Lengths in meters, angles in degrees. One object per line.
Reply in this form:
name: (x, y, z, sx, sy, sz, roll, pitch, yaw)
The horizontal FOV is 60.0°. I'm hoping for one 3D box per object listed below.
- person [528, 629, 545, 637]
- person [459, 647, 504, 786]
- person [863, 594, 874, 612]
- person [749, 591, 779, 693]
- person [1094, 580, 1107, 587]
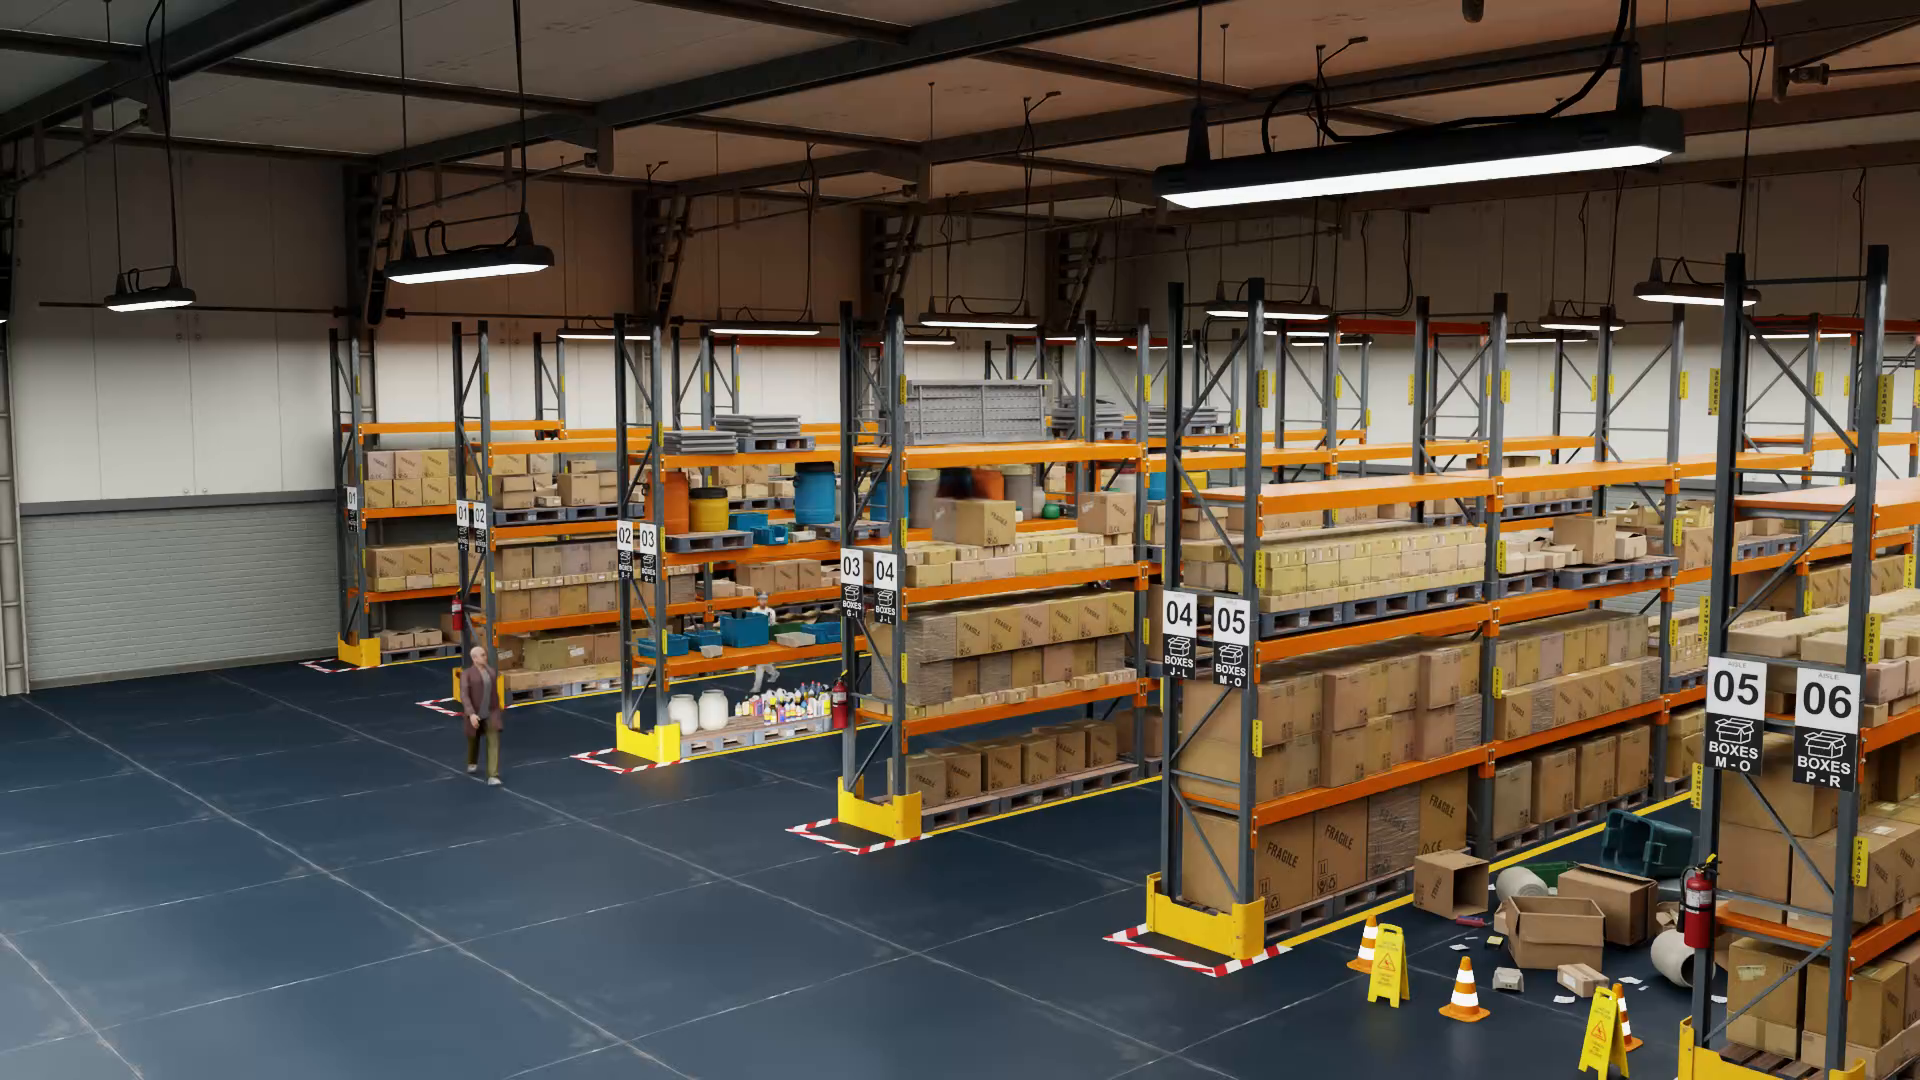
person: (-7.832, 1.338, 30.512, 0.482, 1.699, 0.586, 0, 6, 4)
person: (-6.082, 2.225, 21.147, 0.545, 1.733, 1.123, -2, 6, -21)
person: (-1.810, 0.999, 33.844, 0.987, 1.639, 0.574, -5, 8, -42)
person: (-3.232, 1.637, 27.332, 0.456, 1.636, 0.914, 4, 7, 33)
person: (2.629, 1.210, 31.691, 0.948, 1.644, 0.464, -5, 7, -40)
